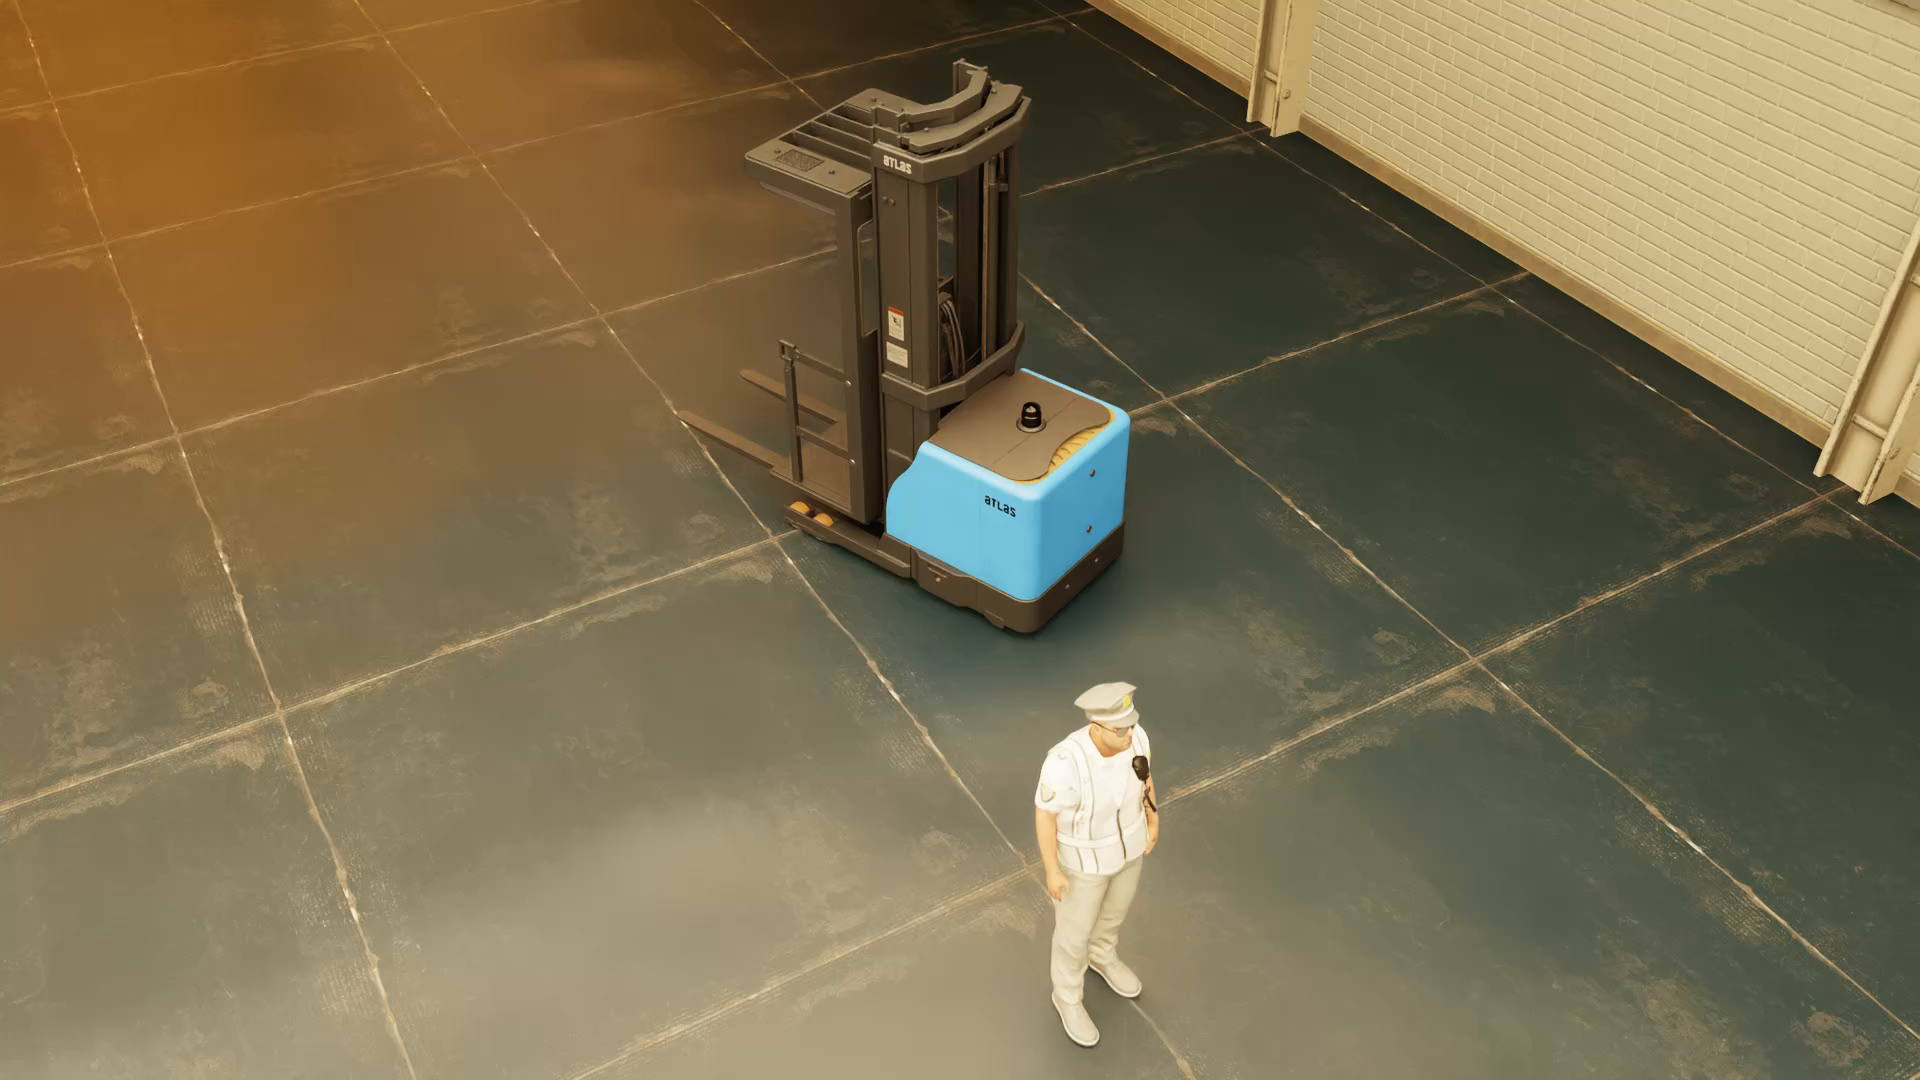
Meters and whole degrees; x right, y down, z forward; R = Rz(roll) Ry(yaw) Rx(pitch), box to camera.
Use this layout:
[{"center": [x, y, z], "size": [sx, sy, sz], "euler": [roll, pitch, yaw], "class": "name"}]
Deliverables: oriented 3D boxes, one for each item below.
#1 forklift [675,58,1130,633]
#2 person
[{"center": [-0.481, -1.366, 9.683], "size": [3.031, 2.935, 1.130], "euler": [26, 46, 28], "class": "forklift"}, {"center": [0.656, 1.377, 7.268], "size": [0.629, 1.785, 0.564], "euler": [-24, 45, -26], "class": "person"}]
